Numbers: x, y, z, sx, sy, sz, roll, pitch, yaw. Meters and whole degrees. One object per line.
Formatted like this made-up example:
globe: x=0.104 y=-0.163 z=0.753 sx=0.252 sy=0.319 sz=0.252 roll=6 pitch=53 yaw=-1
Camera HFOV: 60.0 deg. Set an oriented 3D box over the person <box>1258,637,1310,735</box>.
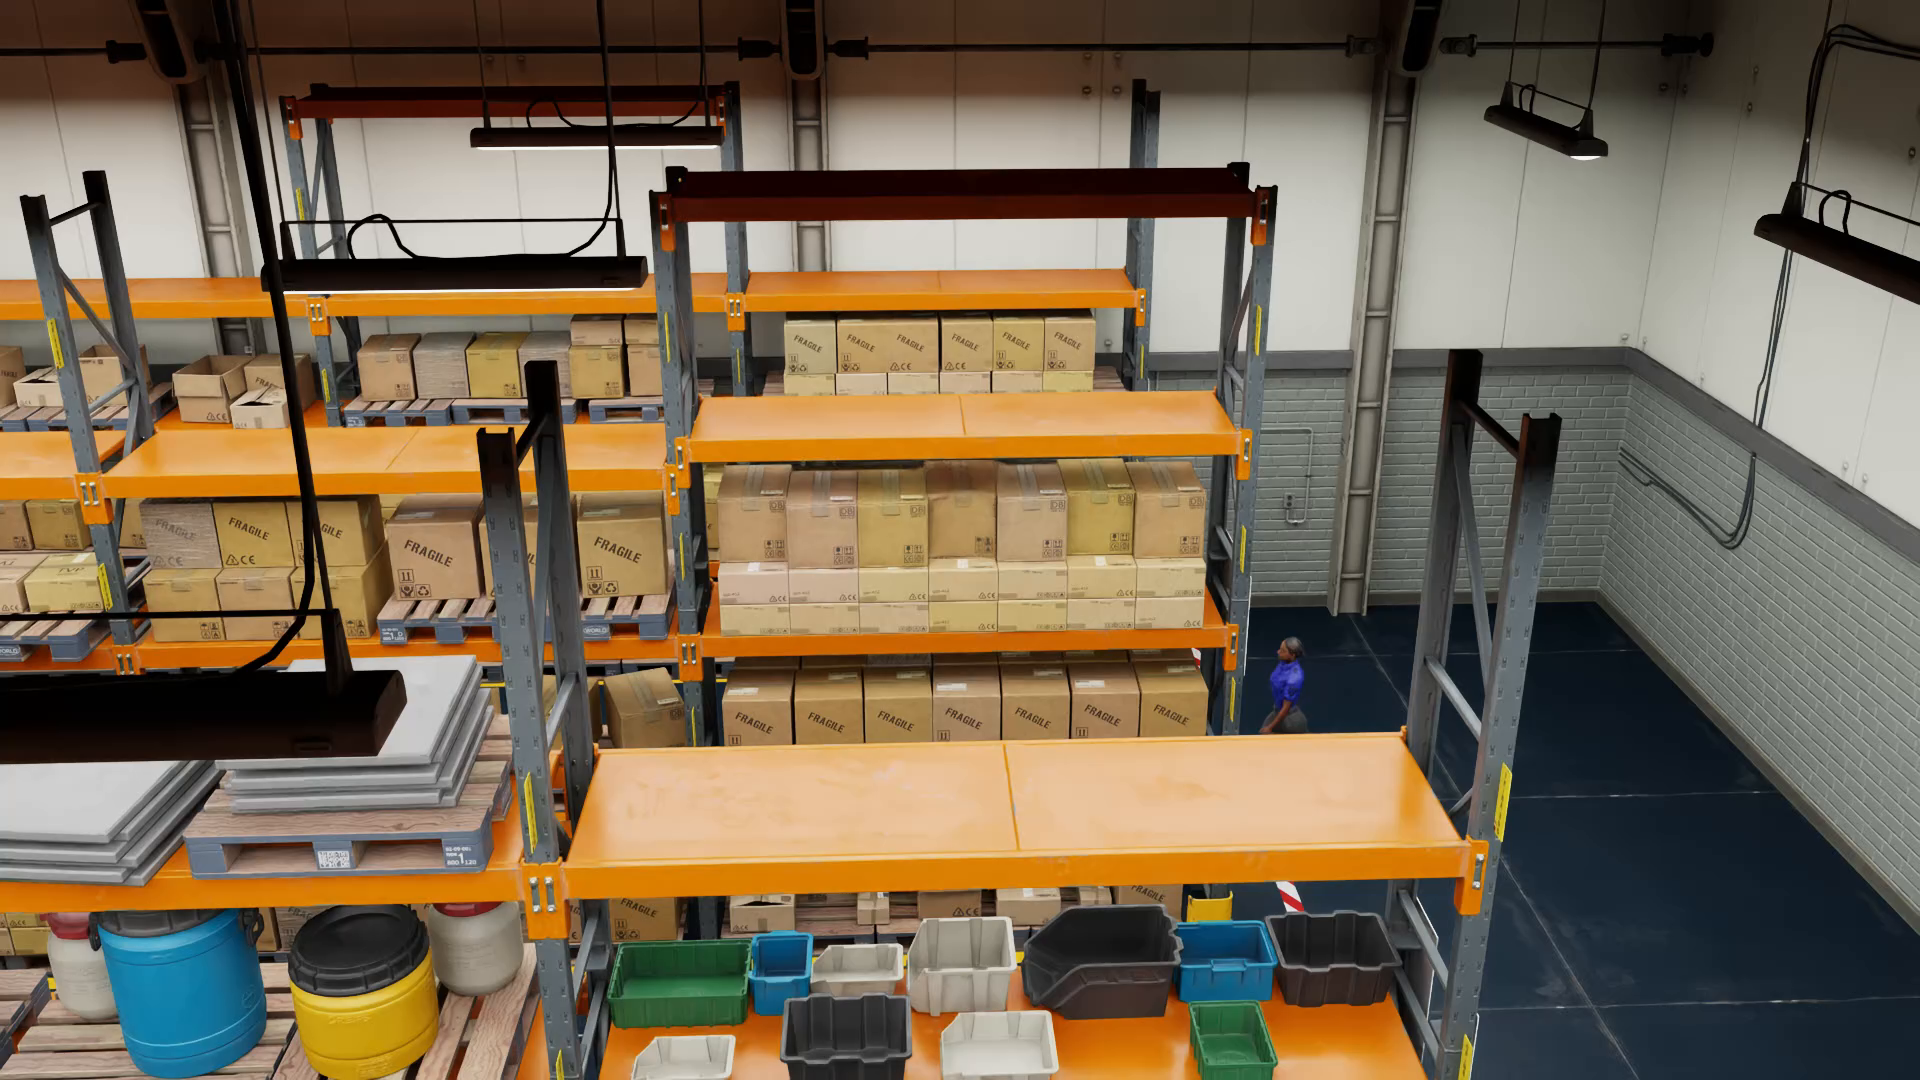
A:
person: x=2.908 y=1.606 z=15.019 sx=1.031 sy=1.580 sz=0.490 roll=-1 pitch=22 yaw=-2
